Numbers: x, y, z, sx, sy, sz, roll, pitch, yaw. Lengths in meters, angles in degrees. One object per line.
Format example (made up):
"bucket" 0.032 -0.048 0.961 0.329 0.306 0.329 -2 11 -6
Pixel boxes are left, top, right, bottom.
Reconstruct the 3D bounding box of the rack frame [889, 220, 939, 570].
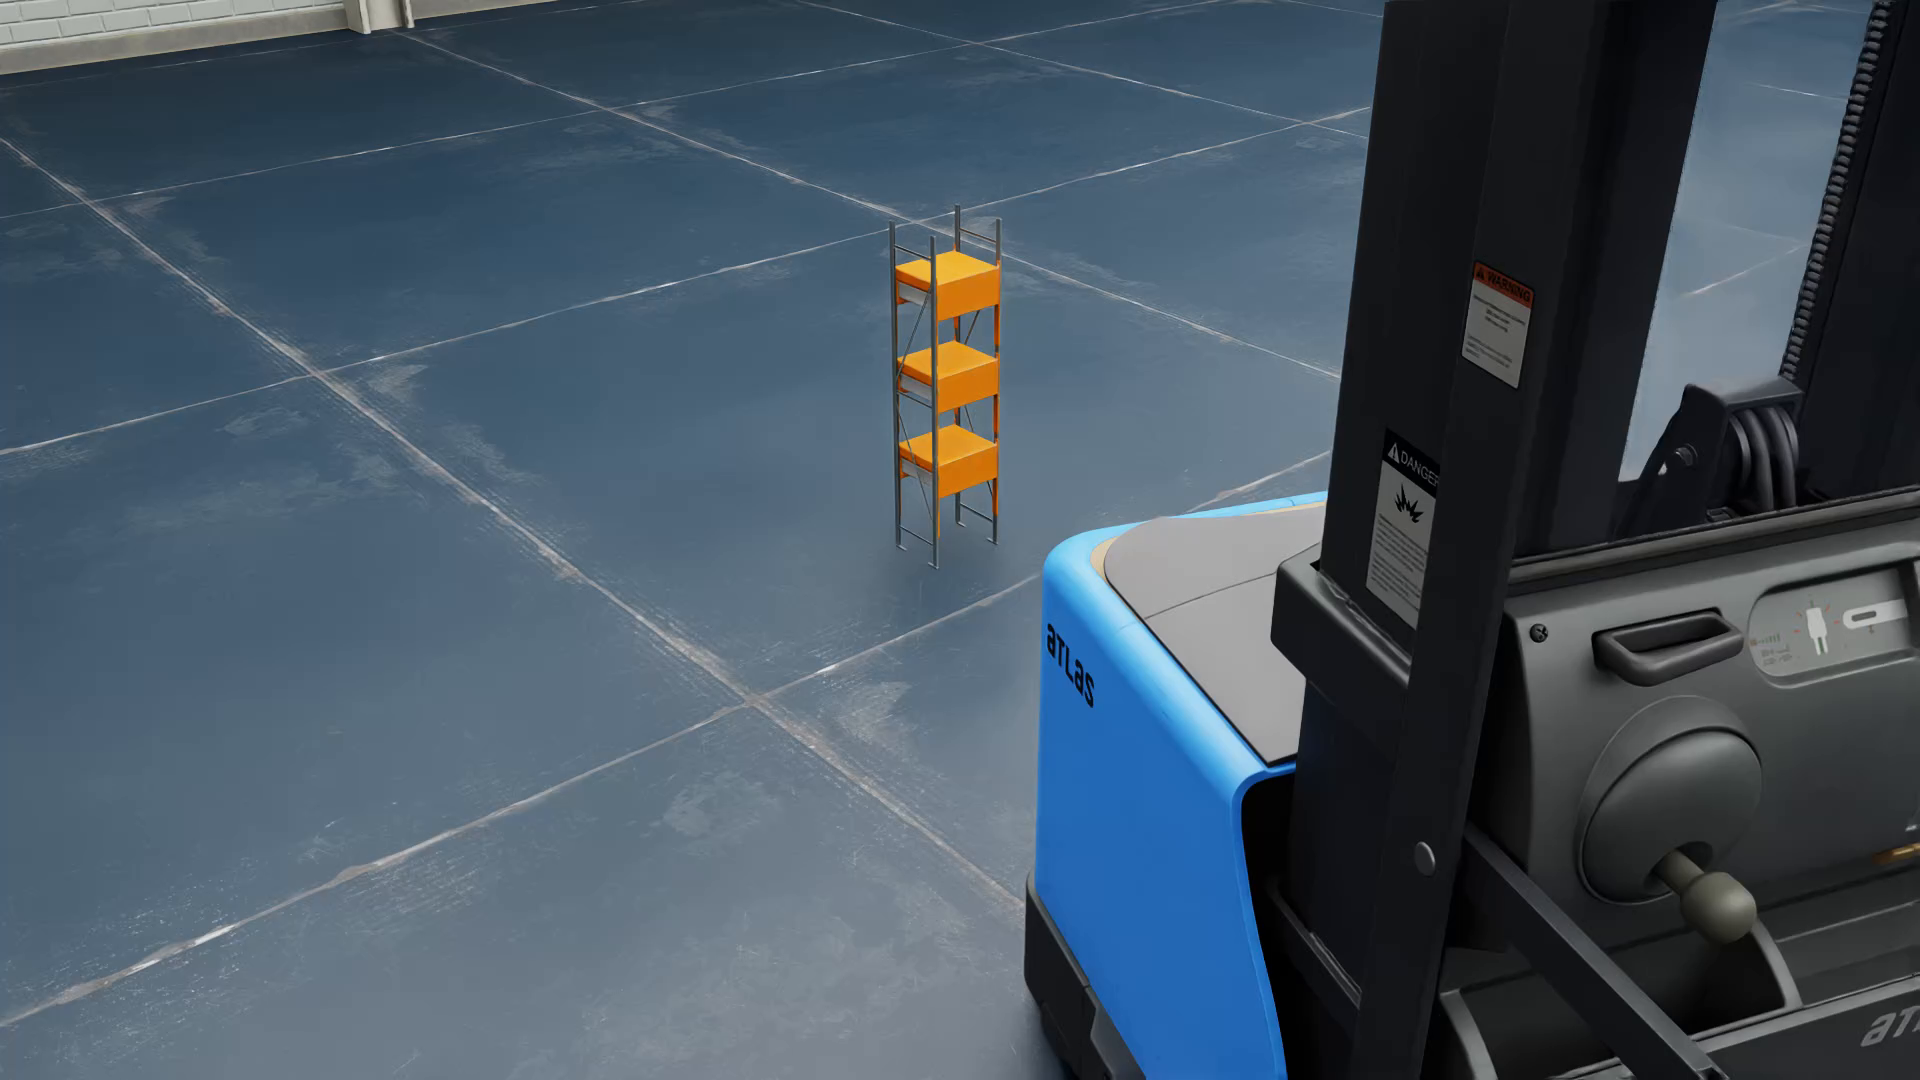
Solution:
"rack frame" -0.134 -0.409 4.902 0.008 1.050 0.200 -22 35 -35

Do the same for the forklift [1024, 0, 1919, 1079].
"forklift" 1.099 0.227 1.716 1.130 2.935 3.031 -9 30 -17

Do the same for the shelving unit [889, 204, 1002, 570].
"shelving unit" -0.041 -0.447 4.972 0.252 1.050 0.215 -22 35 -35

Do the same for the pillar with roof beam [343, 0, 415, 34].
"pillar with roof beam" -1.526 -6.251 7.399 0.400 9.000 9.100 -22 35 -35

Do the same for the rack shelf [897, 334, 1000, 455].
"rack shelf" -0.041 -0.437 4.977 0.240 0.259 0.215 -22 35 -35

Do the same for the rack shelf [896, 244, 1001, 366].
"rack shelf" -0.041 -0.688 4.843 0.240 0.259 0.215 -22 35 -35

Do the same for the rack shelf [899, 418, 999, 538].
"rack shelf" -0.041 -0.192 5.108 0.240 0.259 0.215 -22 35 -35

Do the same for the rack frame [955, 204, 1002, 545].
"rack frame" 0.052 -0.484 5.042 0.008 1.050 0.200 -22 35 -35
